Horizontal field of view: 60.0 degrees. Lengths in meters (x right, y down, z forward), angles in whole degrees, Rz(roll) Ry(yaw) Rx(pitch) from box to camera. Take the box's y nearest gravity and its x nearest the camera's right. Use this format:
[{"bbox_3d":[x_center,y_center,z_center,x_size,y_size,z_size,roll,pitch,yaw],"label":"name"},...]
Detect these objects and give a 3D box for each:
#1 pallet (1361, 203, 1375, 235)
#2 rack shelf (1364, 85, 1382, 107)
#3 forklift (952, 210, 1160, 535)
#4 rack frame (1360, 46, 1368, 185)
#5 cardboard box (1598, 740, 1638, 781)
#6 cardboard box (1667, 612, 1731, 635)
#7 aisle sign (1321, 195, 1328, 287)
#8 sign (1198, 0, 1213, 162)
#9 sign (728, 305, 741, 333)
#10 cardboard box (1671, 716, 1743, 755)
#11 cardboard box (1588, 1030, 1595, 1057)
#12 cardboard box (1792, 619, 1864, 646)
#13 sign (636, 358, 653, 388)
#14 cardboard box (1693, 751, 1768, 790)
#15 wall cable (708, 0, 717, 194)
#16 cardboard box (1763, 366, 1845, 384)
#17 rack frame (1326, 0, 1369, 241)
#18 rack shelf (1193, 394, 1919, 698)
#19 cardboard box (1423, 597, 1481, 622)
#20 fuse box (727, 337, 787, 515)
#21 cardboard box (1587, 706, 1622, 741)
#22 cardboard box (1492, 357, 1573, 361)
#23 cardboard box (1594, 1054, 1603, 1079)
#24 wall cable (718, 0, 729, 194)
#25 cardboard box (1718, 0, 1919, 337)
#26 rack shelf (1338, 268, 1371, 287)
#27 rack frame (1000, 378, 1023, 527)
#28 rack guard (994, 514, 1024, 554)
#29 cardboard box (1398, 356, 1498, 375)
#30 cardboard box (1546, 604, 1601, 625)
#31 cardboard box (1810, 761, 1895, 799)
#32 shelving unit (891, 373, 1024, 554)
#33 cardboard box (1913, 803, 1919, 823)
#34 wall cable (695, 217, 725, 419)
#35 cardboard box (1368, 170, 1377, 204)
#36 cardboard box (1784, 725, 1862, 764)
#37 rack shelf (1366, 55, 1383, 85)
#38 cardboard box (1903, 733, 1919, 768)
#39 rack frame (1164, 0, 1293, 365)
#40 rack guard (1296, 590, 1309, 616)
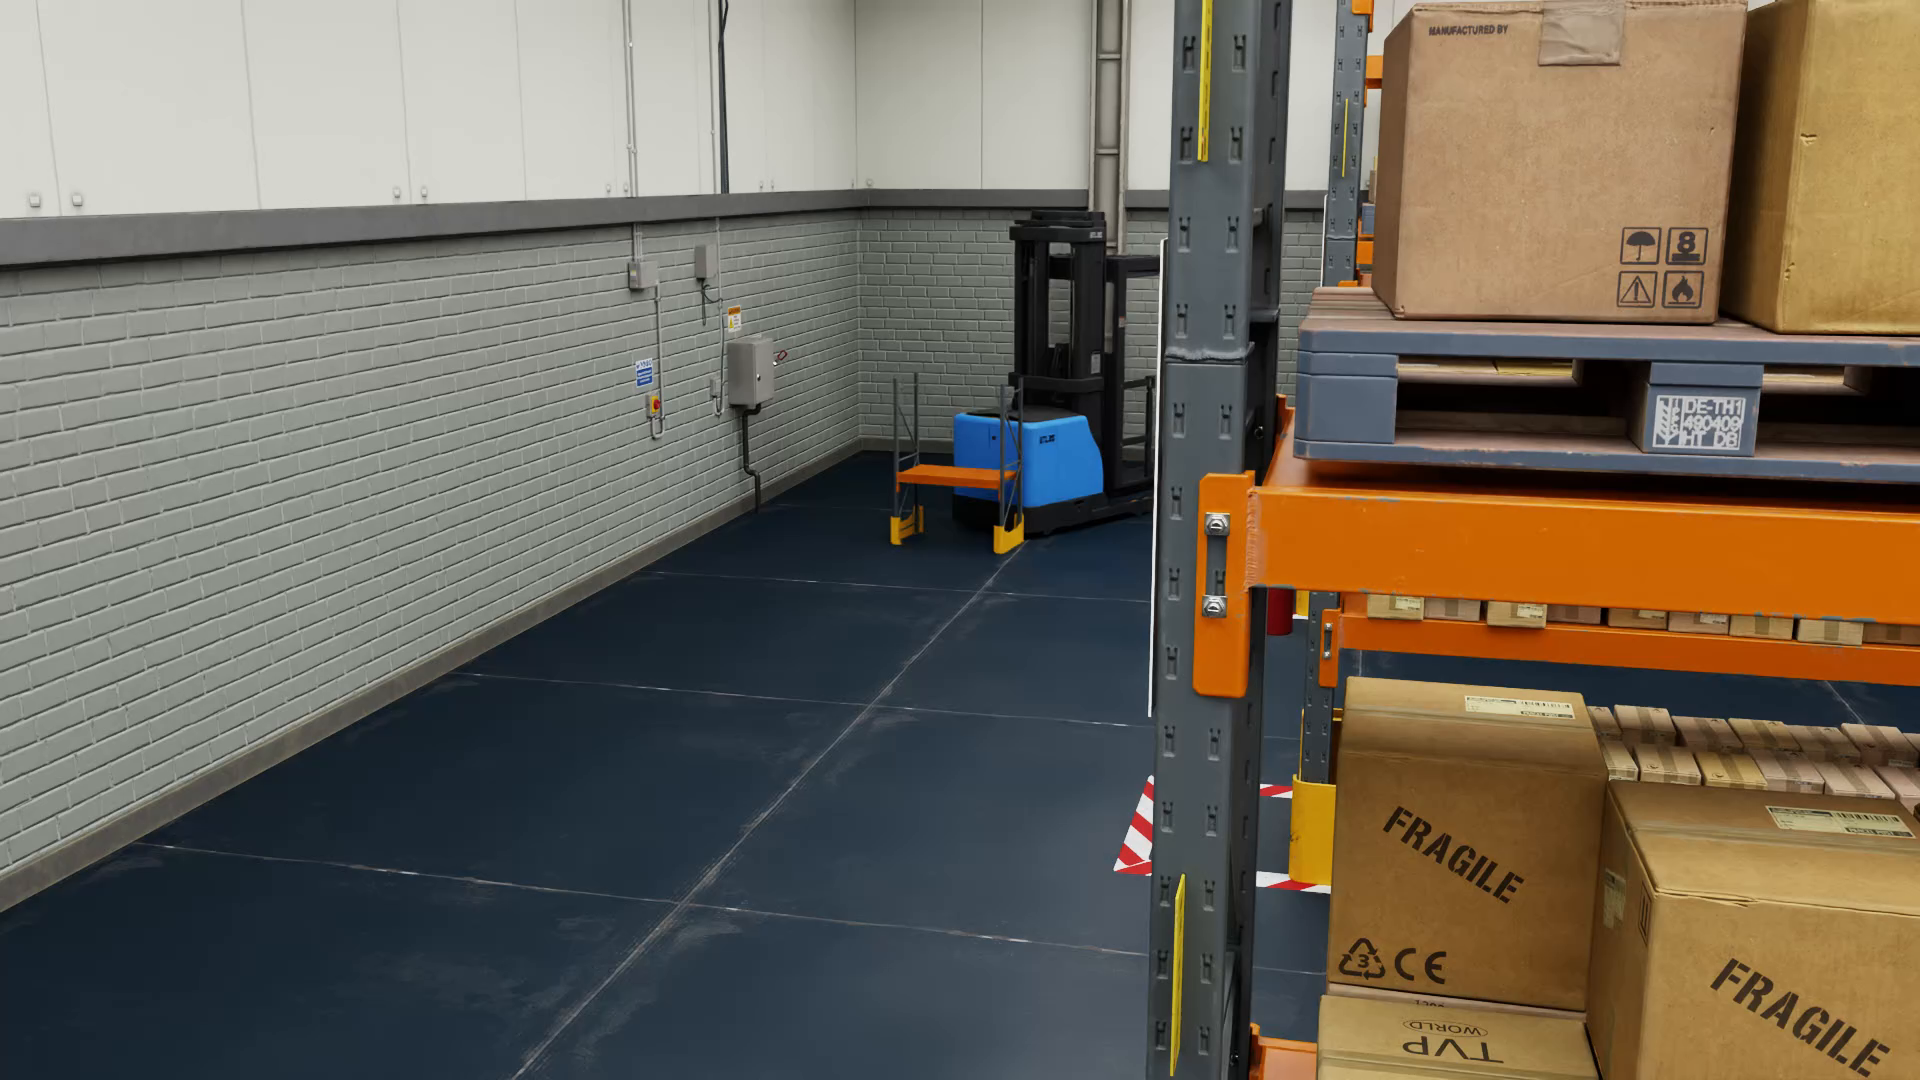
[{"bbox_3d":[3.604,-2.388,12.352,1.213,0.211,1.003,3,13,14],"label":"pallet"},{"bbox_3d":[6.009,-4.520,16.498,4.000,0.370,1.077,3,13,14],"label":"rack shelf"},{"bbox_3d":[1.304,-1.729,16.261,1.130,2.935,3.031,12,17,42],"label":"forklift"},{"bbox_3d":[4.067,-4.976,16.887,0.127,3.000,1.000,3,13,14],"label":"rack frame"},{"bbox_3d":[2.992,1.062,7.760,0.250,0.149,0.380,2,13,11],"label":"cardboard box"},{"bbox_3d":[3.309,0.303,7.521,0.250,0.149,0.380,3,13,12],"label":"cardboard box"},{"bbox_3d":[1.651,-1.167,7.567,0.004,0.787,0.394,3,13,14],"label":"aisle sign"},{"bbox_3d":[0.368,-0.733,2.486,0.005,0.325,0.100,3,13,14],"label":"sign"},{"bbox_3d":[-2.168,-2.128,15.992,0.001,0.242,0.339,3,13,14],"label":"sign"},{"bbox_3d":[3.620,0.991,8.080,0.250,0.149,0.380,3,13,12],"label":"cardboard box"},{"bbox_3d":[1.533,1.004,3.441,0.500,0.250,0.500,3,13,13],"label":"cardboard box"},{"bbox_3d":[3.808,0.341,7.350,0.250,0.149,0.380,3,13,15],"label":"cardboard box"},{"bbox_3d":[-2.670,-1.416,14.067,0.001,0.218,0.327,3,13,14],"label":"sign"},{"bbox_3d":[3.503,1.102,7.581,0.250,0.149,0.380,3,13,14],"label":"cardboard box"},{"bbox_3d":[-2.526,-4.326,13.957,0.029,3.000,2.355,3,13,14],"label":"wall cable"},{"bbox_3d":[3.652,-0.478,7.237,0.500,0.500,0.500,3,13,12],"label":"cardboard box"},{"bbox_3d":[1.793,-2.886,7.466,0.127,3.000,1.000,3,13,14],"label":"rack frame"},{"bbox_3d":[2.449,0.071,2.724,4.000,0.370,1.077,3,13,14],"label":"rack shelf"},{"bbox_3d":[2.286,0.256,7.736,0.250,0.149,0.380,4,13,16],"label":"cardboard box"},{"bbox_3d":[-1.954,-1.096,16.225,0.414,1.711,0.539,3,13,14],"label":"fuse box"},{"bbox_3d":[3.116,0.952,8.257,0.250,0.149,0.380,3,13,11],"label":"cardboard box"},{"bbox_3d":[2.789,-0.642,7.975,0.500,0.500,0.500,3,13,12],"label":"cardboard box"},{"bbox_3d":[1.414,1.116,2.939,0.500,0.250,0.500,3,13,13],"label":"cardboard box"},{"bbox_3d":[-1.822,-4.928,16.585,0.133,3.039,2.988,3,13,14],"label":"wall cable"},{"bbox_3d":[1.542,-0.616,2.730,0.500,0.500,0.700,3,13,11],"label":"cardboard box"},{"bbox_3d":[3.735,-0.967,7.401,4.000,0.370,1.077,3,13,14],"label":"rack shelf"},{"bbox_3d":[0.457,-0.666,14.775,0.032,1.500,0.500,5,13,21],"label":"rack frame"},{"bbox_3d":[0.439,-0.058,14.917,0.087,0.250,0.587,5,13,21],"label":"rack guard"},{"bbox_3d":[2.166,-0.560,7.608,0.500,0.500,0.500,3,13,13],"label":"cardboard box"},{"bbox_3d":[2.819,0.265,7.692,0.250,0.149,0.380,4,13,16],"label":"cardboard box"},{"bbox_3d":[3.985,1.131,7.451,0.250,0.149,0.380,3,13,12],"label":"cardboard box"},{"bbox_3d":[-0.023,-0.708,14.964,1.083,1.500,0.587,5,13,21],"label":"shelving unit"},{"bbox_3d":[1.898,0.776,2.741,0.500,0.500,0.500,3,13,12],"label":"cardboard box"},{"bbox_3d":[-2.270,-2.086,15.365,0.122,1.984,0.588,3,13,14],"label":"wall cable"},{"bbox_3d":[3.340,-2.644,12.446,0.500,0.250,0.500,2,13,8],"label":"cardboard box"},{"bbox_3d":[4.111,1.020,7.951,0.250,0.149,0.380,3,13,11],"label":"cardboard box"},{"bbox_3d":[4.823,-3.282,11.835,4.000,0.370,1.077,3,13,14],"label":"rack shelf"},{"bbox_3d":[4.623,1.047,7.829,0.250,0.149,0.380,3,13,12],"label":"cardboard box"},{"bbox_3d":[0.507,-1.848,2.789,0.127,3.000,1.000,3,13,14],"label":"rack frame"},{"bbox_3d":[2.858,0.216,13.108,0.348,0.500,1.175,3,13,14],"label":"rack guard"}]
